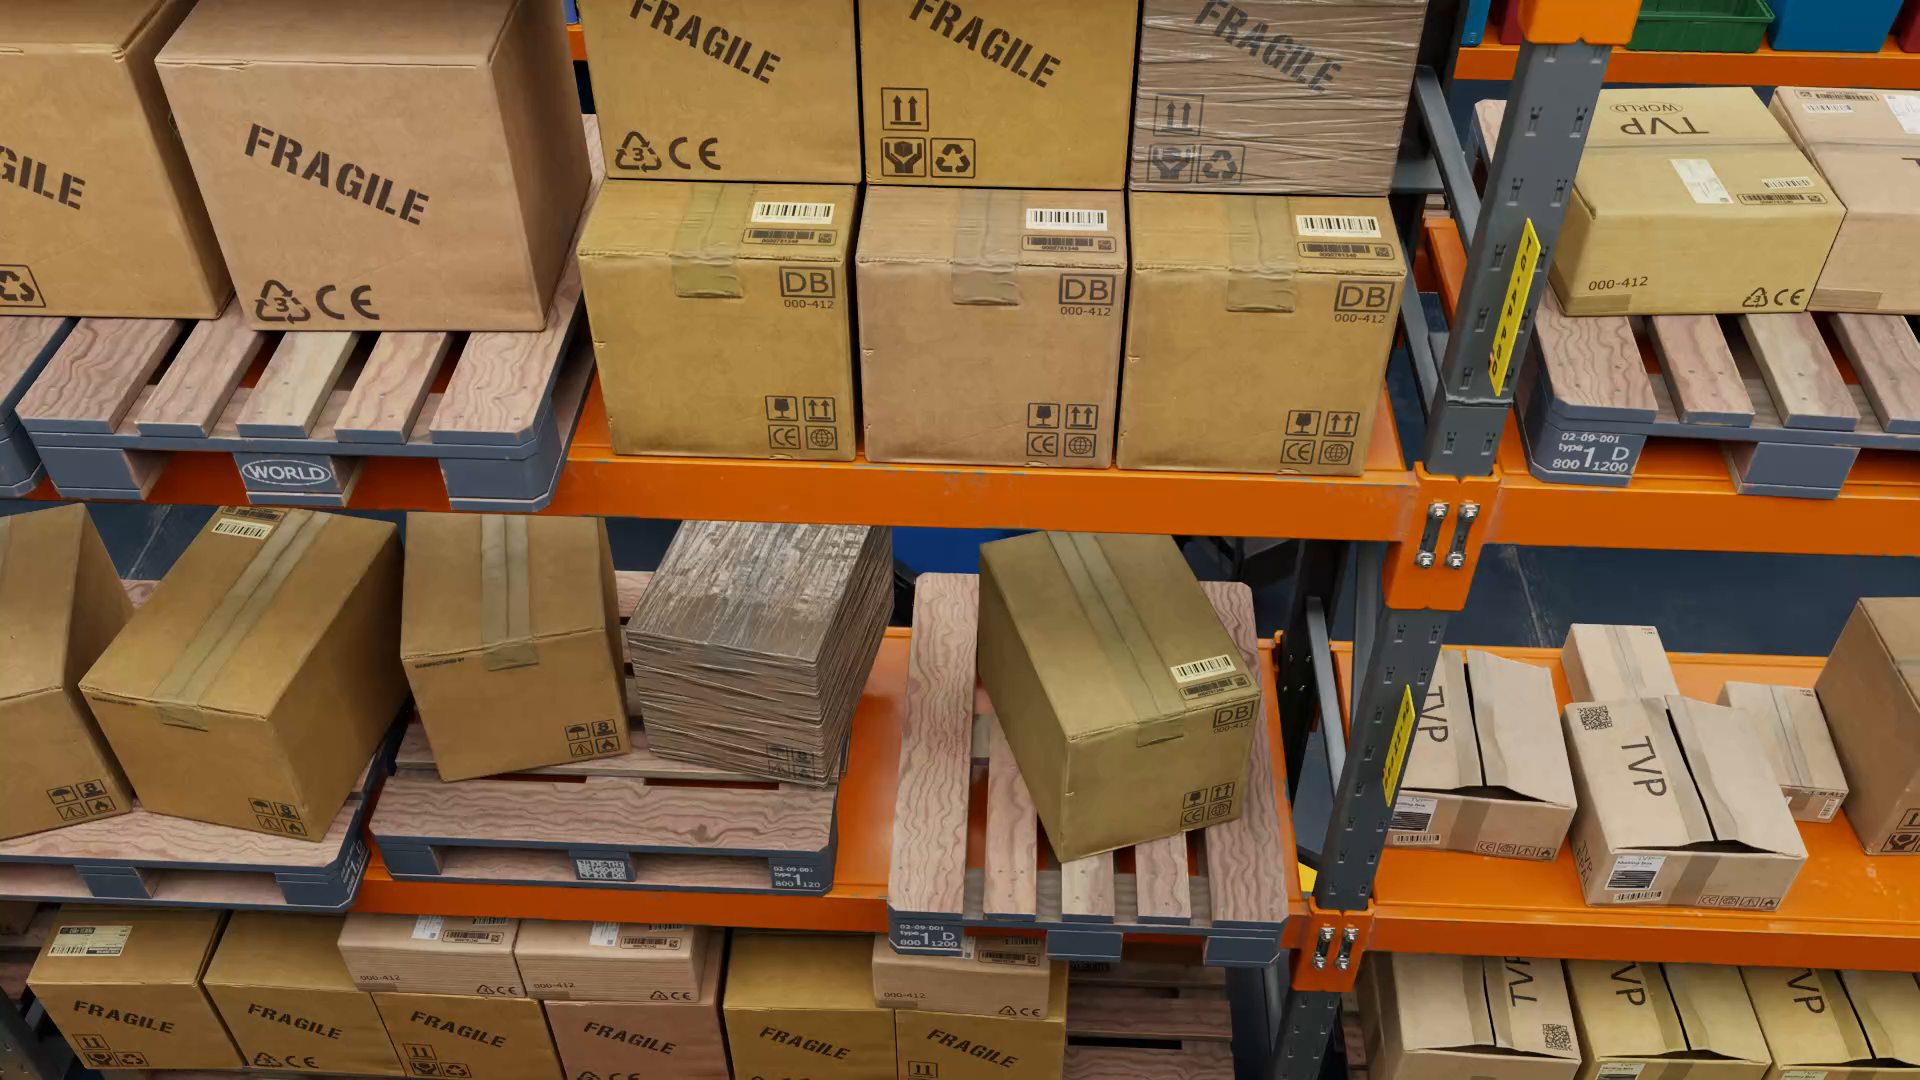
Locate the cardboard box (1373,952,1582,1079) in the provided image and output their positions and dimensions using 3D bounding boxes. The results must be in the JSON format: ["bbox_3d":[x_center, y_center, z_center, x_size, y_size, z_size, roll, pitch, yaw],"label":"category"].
[{"bbox_3d":[1.534,1.364,4.969,0.500,0.311,0.500,3,43,3],"label":"cardboard box"}]

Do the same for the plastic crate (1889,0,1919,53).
[{"bbox_3d":[4.749,-2.579,7.857,0.583,0.464,0.402,2,43,2],"label":"plastic crate"}]

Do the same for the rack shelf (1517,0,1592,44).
[{"bbox_3d":[-0.974,-1.346,3.000,4.000,0.370,1.077,2,43,2],"label":"rack shelf"}]

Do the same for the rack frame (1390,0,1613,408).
[{"bbox_3d":[1.024,-1.695,2.553,0.127,3.000,1.000,2,43,2],"label":"rack frame"}]

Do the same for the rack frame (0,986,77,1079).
[{"bbox_3d":[-2.972,0.378,4.729,0.127,3.000,1.000,2,43,2],"label":"rack frame"}]

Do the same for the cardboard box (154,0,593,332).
[{"bbox_3d":[-1.140,-0.842,3.383,0.600,0.600,0.600,0,43,0],"label":"cardboard box"}]

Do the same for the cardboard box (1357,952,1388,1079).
[{"bbox_3d":[1.534,1.569,5.160,0.500,0.250,0.500,2,43,2],"label":"cardboard box"}]

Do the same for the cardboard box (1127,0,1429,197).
[{"bbox_3d":[0.588,-1.017,3.219,0.500,0.500,0.500,2,43,2],"label":"cardboard box"}]

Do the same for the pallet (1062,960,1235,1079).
[{"bbox_3d":[0.280,1.472,5.600,1.213,0.211,1.003,2,43,2],"label":"pallet"}]

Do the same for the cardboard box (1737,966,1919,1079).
[{"bbox_3d":[2.568,1.391,4.939,0.500,0.311,0.500,1,43,1],"label":"cardboard box"}]

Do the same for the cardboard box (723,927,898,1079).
[{"bbox_3d":[-0.438,1.369,5.176,0.500,0.500,0.500,0,43,0],"label":"cardboard box"}]

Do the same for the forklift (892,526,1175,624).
[{"bbox_3d":[-0.459,-1.421,6.710,1.130,2.935,3.031,-33,52,-30],"label":"forklift"}]

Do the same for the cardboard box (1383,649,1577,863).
[{"bbox_3d":[1.385,0.574,4.584,0.500,0.311,0.500,4,43,5],"label":"cardboard box"}]

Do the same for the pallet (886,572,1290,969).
[{"bbox_3d":[0.343,0.598,4.634,1.003,0.211,1.213,2,43,2],"label":"pallet"}]

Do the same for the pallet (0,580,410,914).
[{"bbox_3d":[-2.179,0.547,4.689,1.213,0.211,1.003,2,43,2],"label":"pallet"}]

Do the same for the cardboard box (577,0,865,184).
[{"bbox_3d":[-0.431,-1.049,3.253,0.500,0.500,0.500,2,43,2],"label":"cardboard box"}]

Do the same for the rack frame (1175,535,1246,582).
[{"bbox_3d":[0.988,-0.402,6.227,0.015,2.100,0.400,-21,47,-21],"label":"rack frame"}]

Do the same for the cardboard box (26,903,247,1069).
[{"bbox_3d":[-2.500,1.312,5.237,0.500,0.500,0.500,0,43,0],"label":"cardboard box"}]

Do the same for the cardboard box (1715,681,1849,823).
[{"bbox_3d":[2.300,0.593,4.682,0.250,0.149,0.380,5,43,5],"label":"cardboard box"}]

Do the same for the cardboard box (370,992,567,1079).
[{"bbox_3d":[-1.468,1.341,5.206,0.500,0.500,0.500,2,43,2],"label":"cardboard box"}]

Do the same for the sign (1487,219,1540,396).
[{"bbox_3d":[0.997,-0.417,3.002,0.005,0.325,0.100,2,43,2],"label":"sign"}]

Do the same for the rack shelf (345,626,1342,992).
[{"bbox_3d":[-0.974,0.702,4.909,4.000,0.370,1.077,2,43,2],"label":"rack shelf"}]

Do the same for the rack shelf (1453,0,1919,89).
[{"bbox_3d":[3.249,-2.548,8.397,4.000,0.370,1.077,2,43,2],"label":"rack shelf"}]

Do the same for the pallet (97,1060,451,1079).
[{"bbox_3d":[-2.158,1.397,5.681,1.213,0.211,1.003,2,43,2],"label":"pallet"}]

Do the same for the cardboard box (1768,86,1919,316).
[{"bbox_3d":[2.004,-0.716,3.505,0.500,0.250,0.500,3,43,3],"label":"cardboard box"}]

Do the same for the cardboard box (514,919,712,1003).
[{"bbox_3d":[-1.000,1.083,4.933,0.500,0.250,0.500,1,43,1],"label":"cardboard box"}]

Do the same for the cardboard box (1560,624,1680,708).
[{"bbox_3d":[1.935,0.432,4.856,0.250,0.149,0.380,2,43,2],"label":"cardboard box"}]

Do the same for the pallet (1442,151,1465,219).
[{"bbox_3d":[3.238,-1.763,9.072,1.213,0.211,1.003,2,43,2],"label":"pallet"}]

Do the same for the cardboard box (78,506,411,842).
[{"bbox_3d":[-1.819,0.332,4.397,0.500,0.500,0.700,8,44,9],"label":"cardboard box"}]

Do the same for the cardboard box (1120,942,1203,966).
[{"bbox_3d":[0.582,1.046,5.524,0.500,0.500,0.500,3,43,4],"label":"cardboard box"}]

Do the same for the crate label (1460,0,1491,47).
[{"bbox_3d":[2.231,-2.671,7.976,0.616,0.435,0.502,2,43,2],"label":"crate label"}]

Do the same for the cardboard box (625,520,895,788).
[{"bbox_3d":[-0.516,0.210,4.528,0.500,0.500,0.700,9,44,10],"label":"cardboard box"}]

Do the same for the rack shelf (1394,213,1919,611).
[{"bbox_3d":[3.022,-0.272,3.754,4.000,0.370,1.077,2,43,2],"label":"rack shelf"}]

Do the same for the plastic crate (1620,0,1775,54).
[{"bbox_3d":[3.494,-2.533,8.010,0.662,0.188,0.450,2,43,2],"label":"plastic crate"}]

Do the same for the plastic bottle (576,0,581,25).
[{"bbox_3d":[-1.820,-2.641,8.064,0.097,0.271,0.097,0,43,0],"label":"plastic bottle"}]

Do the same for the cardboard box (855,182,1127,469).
[{"bbox_3d":[0.077,-0.640,3.548,0.500,0.500,0.910,2,43,2],"label":"cardboard box"}]

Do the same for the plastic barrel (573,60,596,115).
[{"bbox_3d":[-2.203,-2.353,8.892,0.708,0.901,0.600,2,43,2],"label":"plastic barrel"}]

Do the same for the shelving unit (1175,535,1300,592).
[{"bbox_3d":[1.200,-0.484,6.314,0.503,2.100,0.431,-21,47,-21],"label":"shelving unit"}]

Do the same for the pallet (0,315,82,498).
[{"bbox_3d":[-2.324,-0.583,3.698,1.003,0.211,1.213,2,43,2],"label":"pallet"}]
